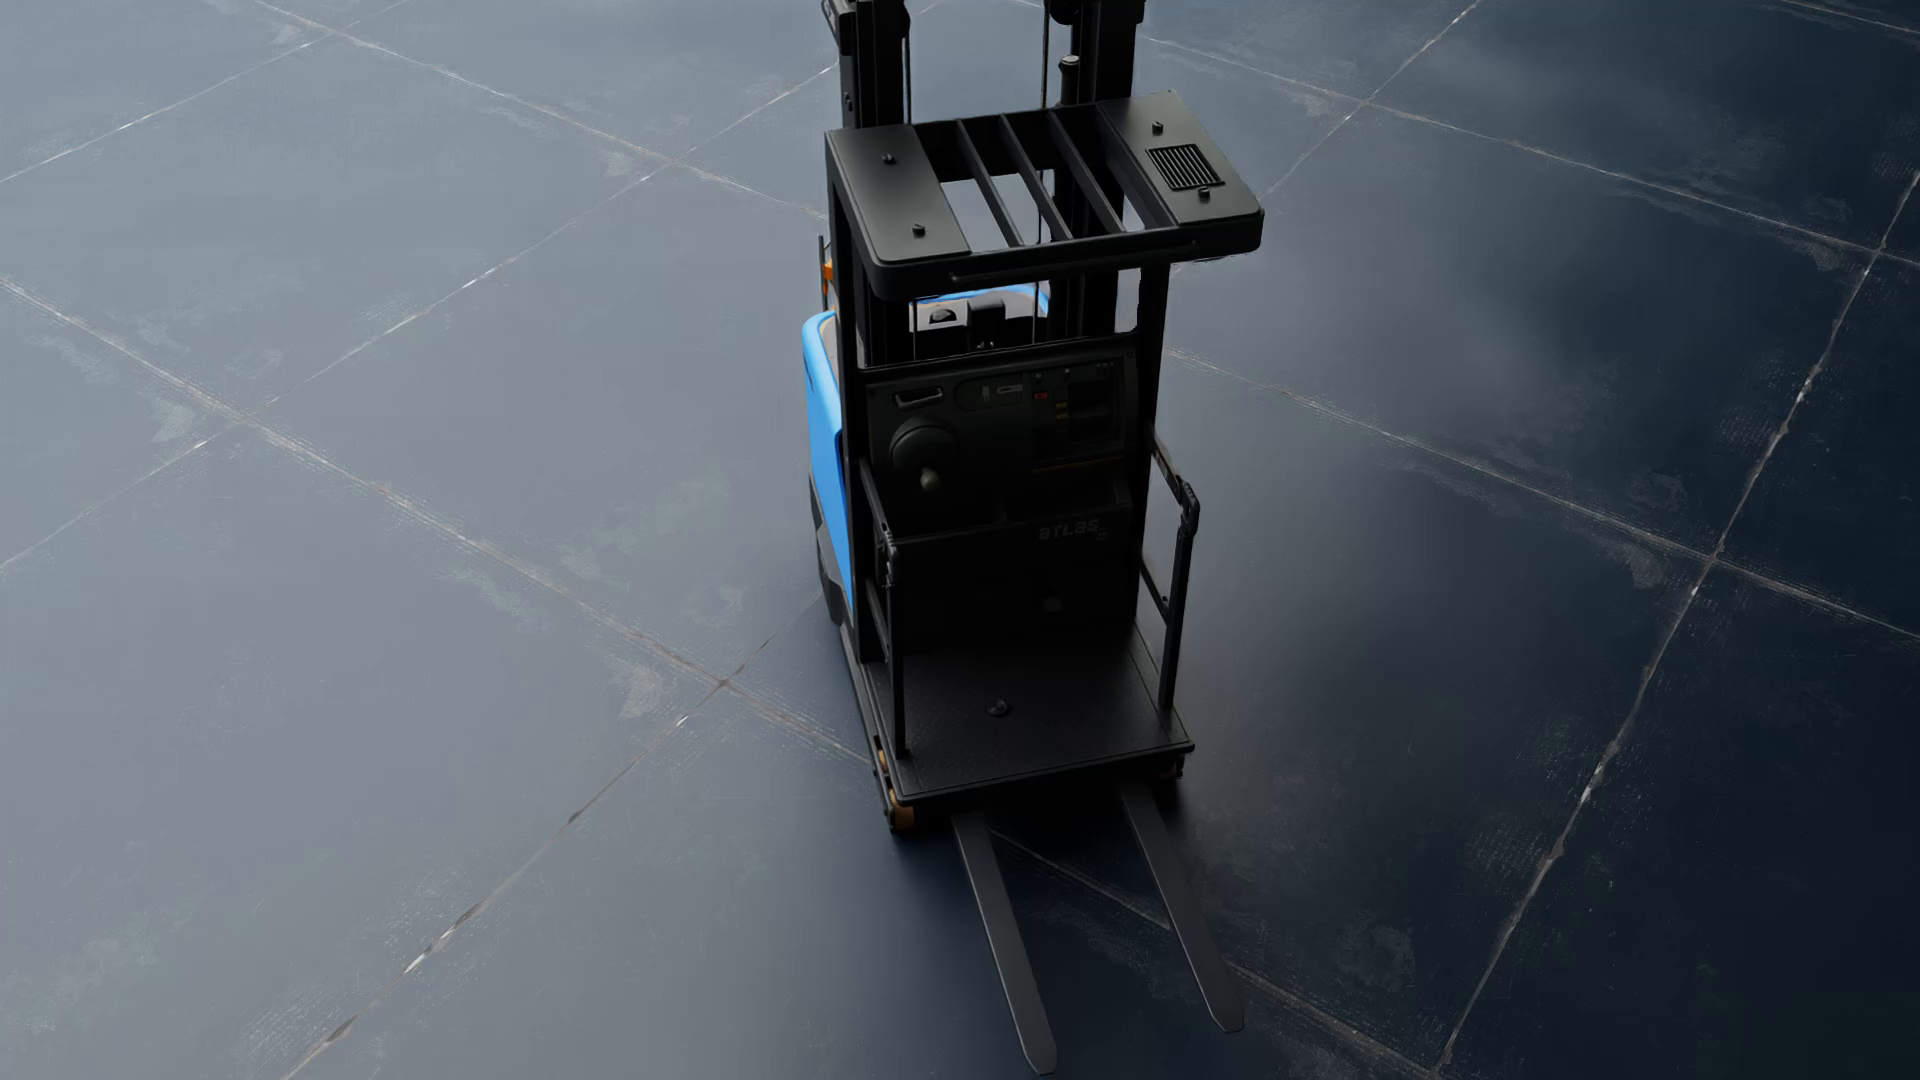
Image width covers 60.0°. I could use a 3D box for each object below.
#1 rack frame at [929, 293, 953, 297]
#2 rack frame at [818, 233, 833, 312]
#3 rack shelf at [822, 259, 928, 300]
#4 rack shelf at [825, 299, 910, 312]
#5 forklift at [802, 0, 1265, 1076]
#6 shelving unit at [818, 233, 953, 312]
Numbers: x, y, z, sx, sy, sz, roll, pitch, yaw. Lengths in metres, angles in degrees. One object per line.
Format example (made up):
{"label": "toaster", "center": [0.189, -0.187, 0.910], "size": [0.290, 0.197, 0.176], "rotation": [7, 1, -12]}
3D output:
{"label": "rack frame", "center": [-0.083, -0.753, 7.192], "size": [0.015, 1.200, 0.240], "rotation": [16, 44, 17]}
{"label": "rack frame", "center": [-0.532, -0.880, 7.334], "size": [0.015, 1.200, 0.240], "rotation": [16, 44, 17]}
{"label": "rack shelf", "center": [-0.308, -1.109, 7.001], "size": [0.480, 0.148, 0.258], "rotation": [16, 44, 17]}
{"label": "rack shelf", "center": [-0.308, -0.933, 7.158], "size": [0.480, 0.148, 0.258], "rotation": [16, 44, 17]}
{"label": "forklift", "center": [0.201, -0.321, 5.411], "size": [1.130, 2.935, 3.031], "rotation": [-9, 43, -10]}
{"label": "shelving unit", "center": [-0.308, -0.816, 7.263], "size": [0.503, 1.200, 0.258], "rotation": [16, 44, 17]}
